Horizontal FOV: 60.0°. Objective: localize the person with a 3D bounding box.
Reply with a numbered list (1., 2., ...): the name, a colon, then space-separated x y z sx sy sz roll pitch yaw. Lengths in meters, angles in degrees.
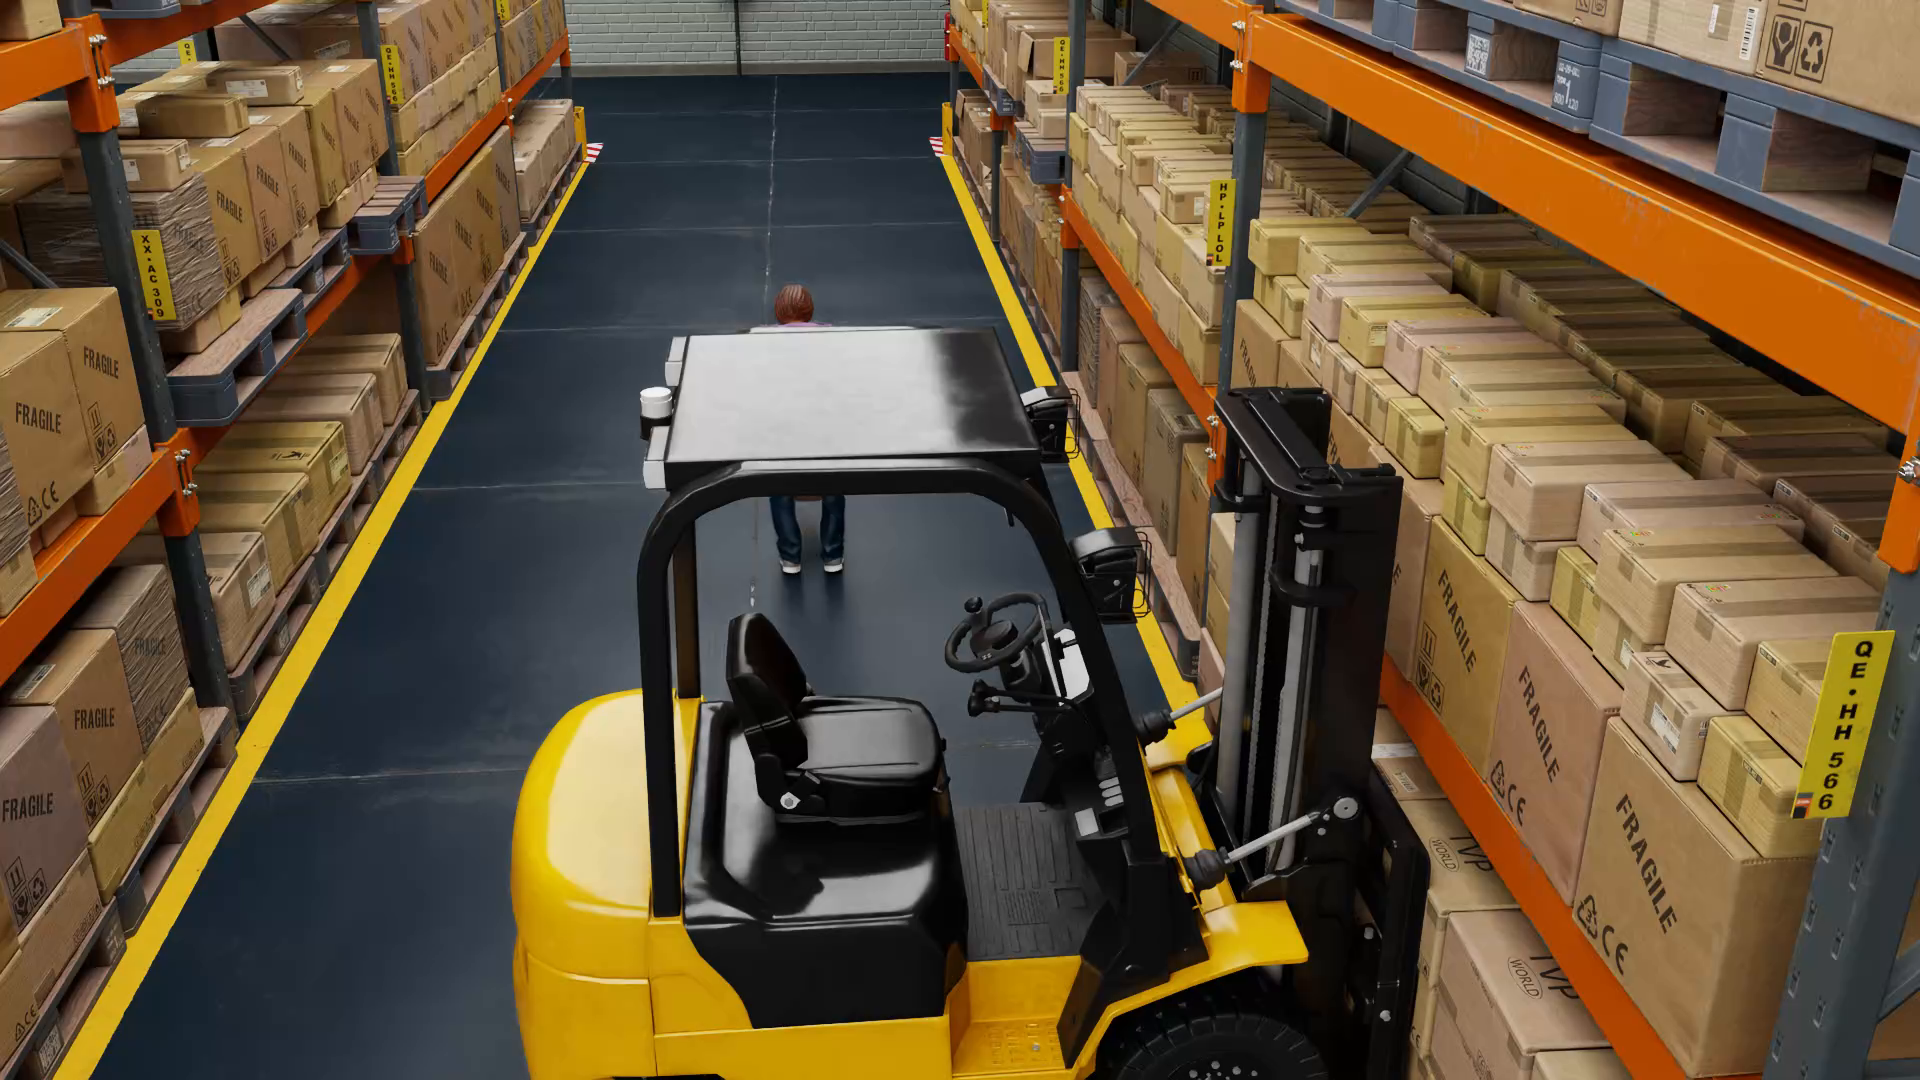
1. person: -0.775 -0.510 8.037 0.460 1.376 0.601 -2 24 -5
